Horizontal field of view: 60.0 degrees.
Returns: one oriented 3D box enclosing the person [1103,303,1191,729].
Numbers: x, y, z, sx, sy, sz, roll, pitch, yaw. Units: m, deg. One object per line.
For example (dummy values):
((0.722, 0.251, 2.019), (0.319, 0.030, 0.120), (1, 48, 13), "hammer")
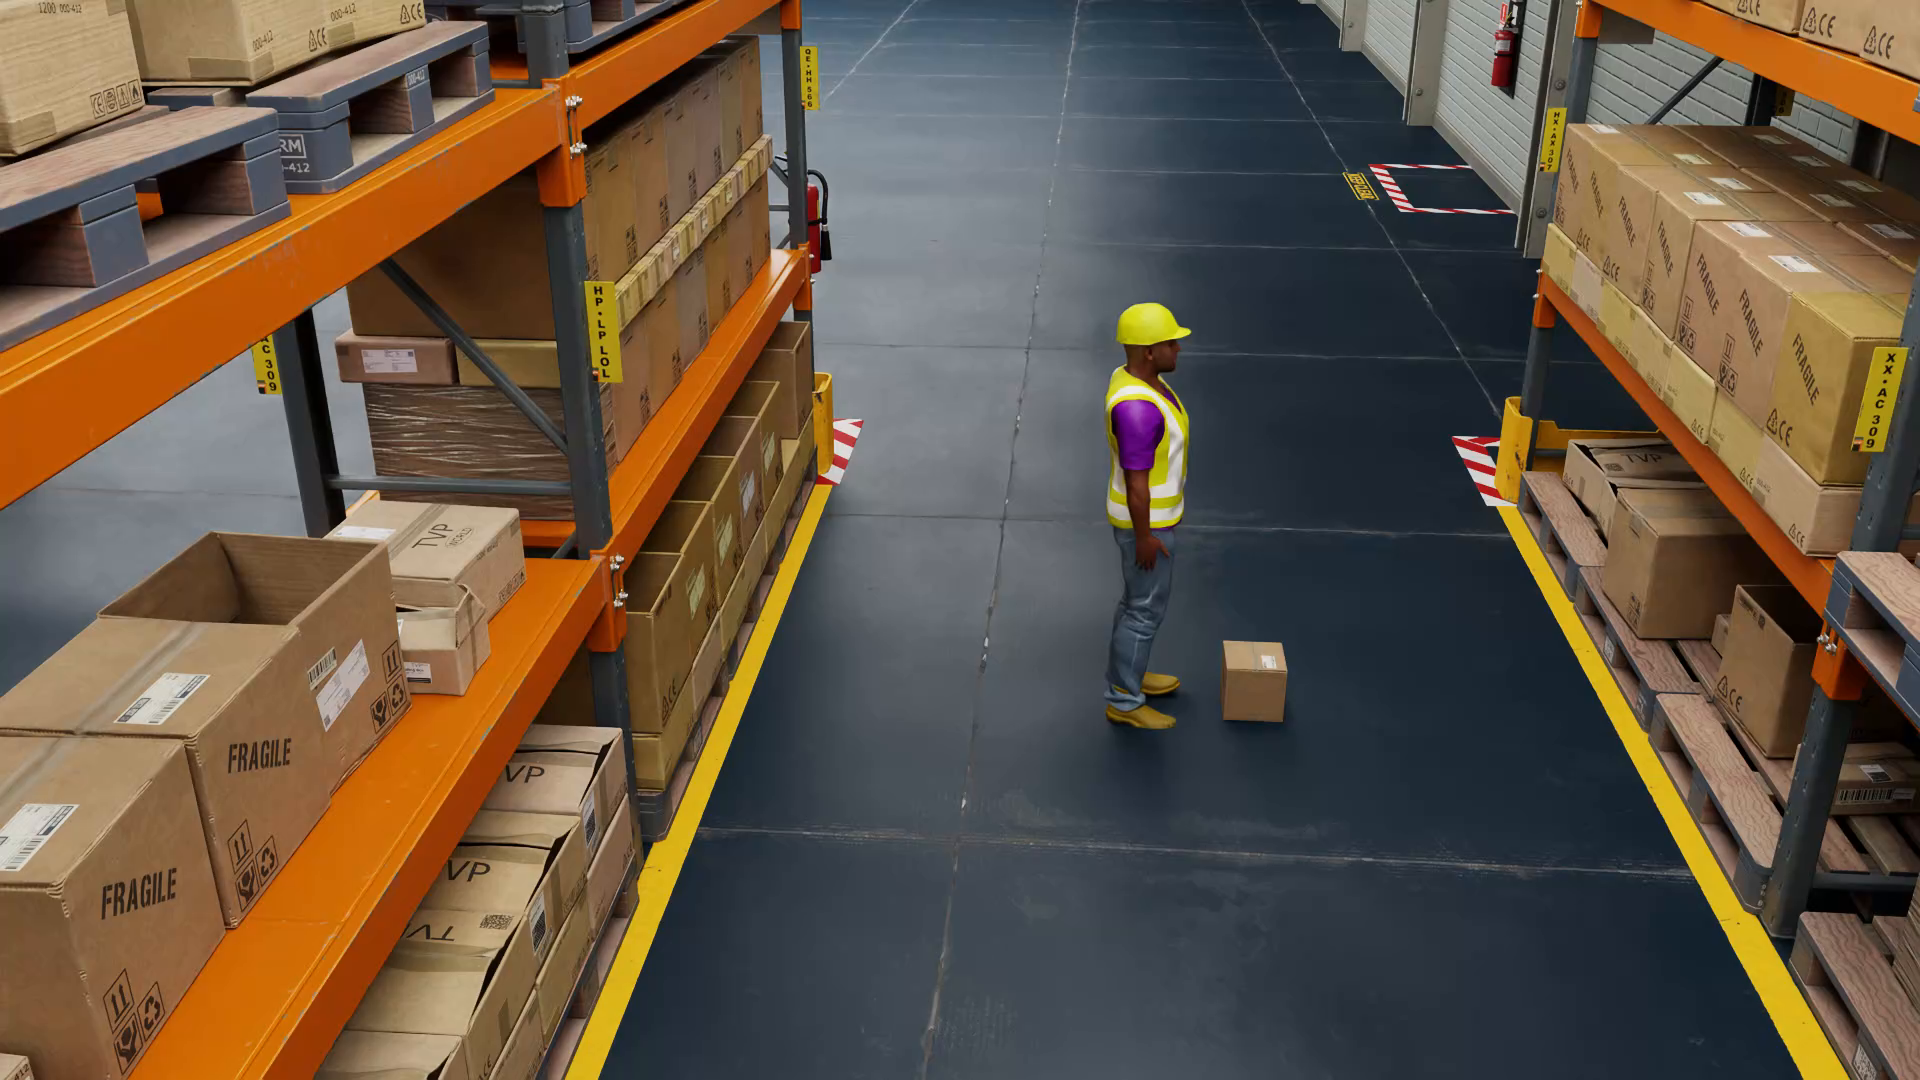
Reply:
((0.763, -0.097, 6.820), (0.371, 1.787, 0.563), (2, 24, 5), "person")
